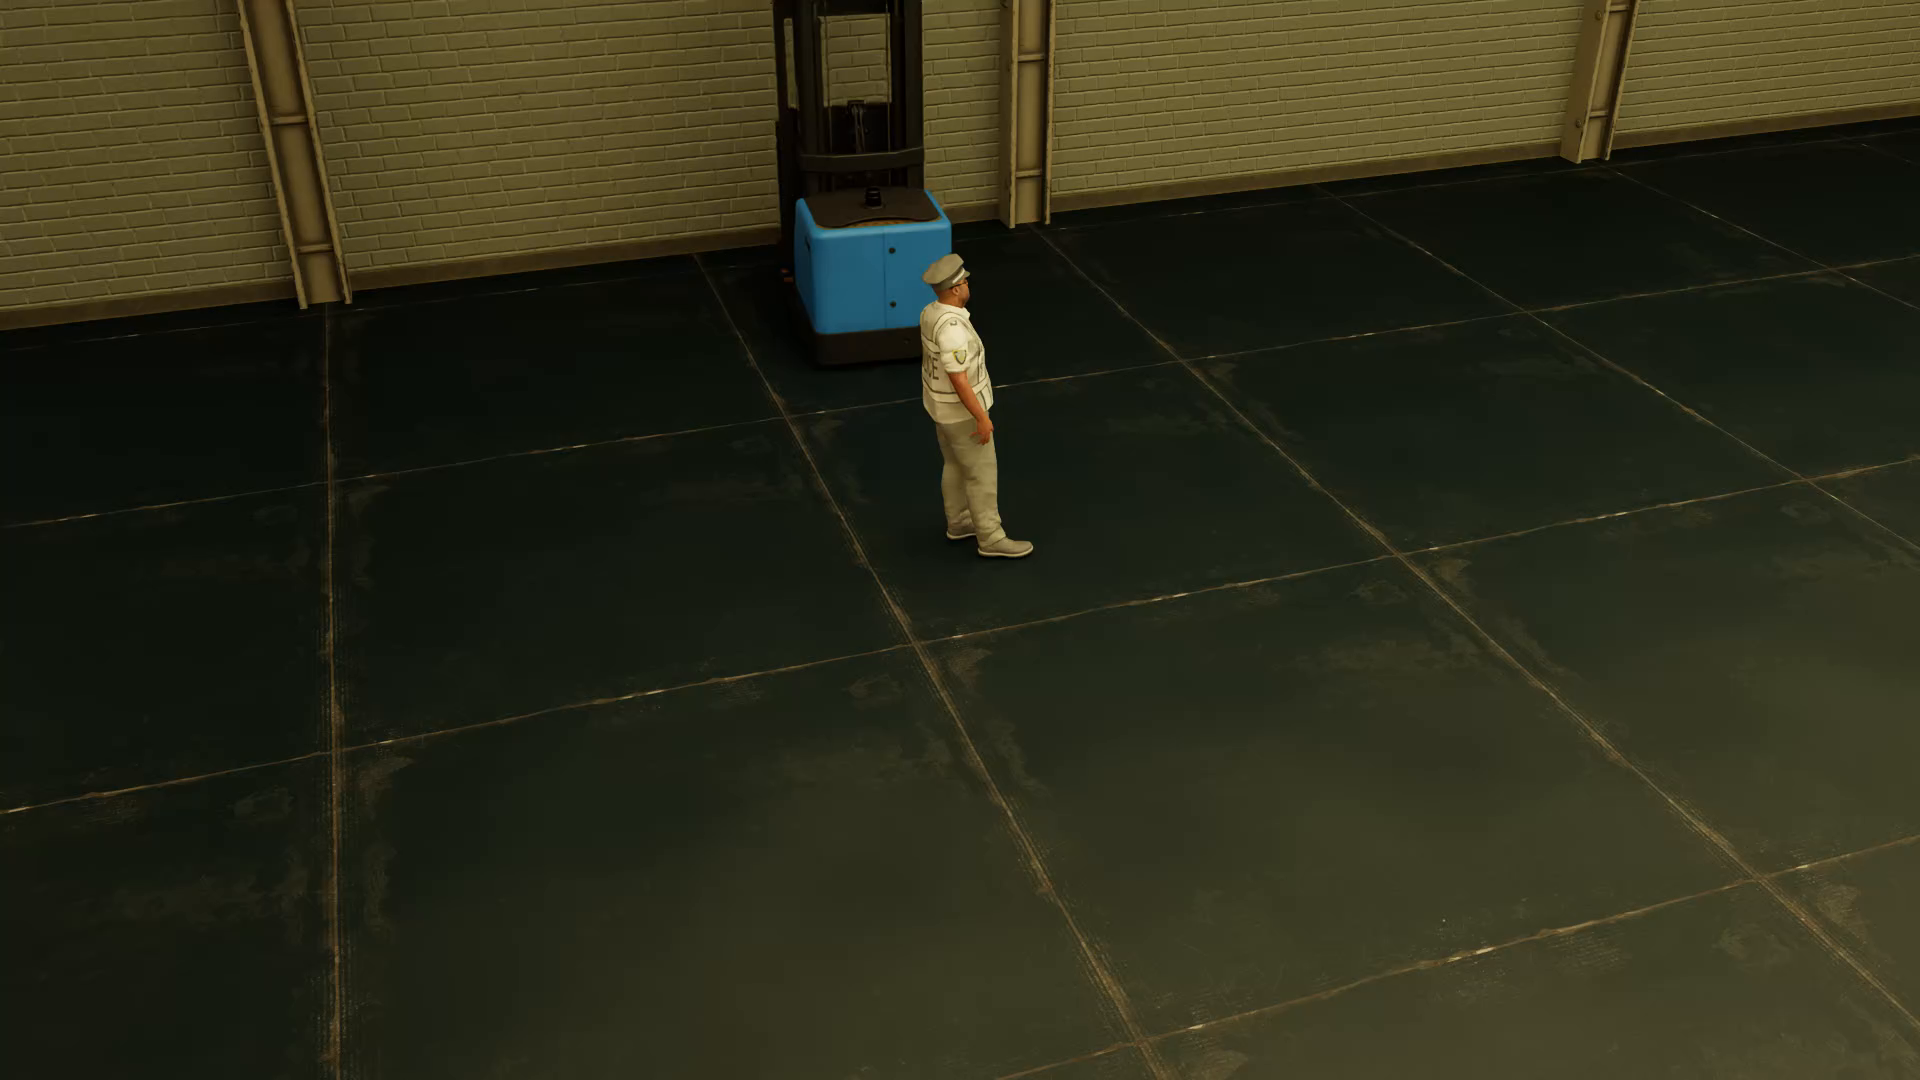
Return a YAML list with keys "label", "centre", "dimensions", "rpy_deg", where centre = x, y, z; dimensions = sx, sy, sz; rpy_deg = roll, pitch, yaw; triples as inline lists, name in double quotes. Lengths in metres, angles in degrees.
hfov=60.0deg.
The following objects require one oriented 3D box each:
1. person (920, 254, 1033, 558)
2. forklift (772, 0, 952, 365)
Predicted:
- label: "person"
  centre: [0.078, -0.786, 9.590]
  dimensions: [0.574, 1.781, 0.641]
  rpy_deg: [-10, 31, -16]
- label: "forklift"
  centre: [-0.875, -3.262, 12.756]
  dimensions: [1.130, 2.935, 3.031]
  rpy_deg: [-7, 31, -11]
